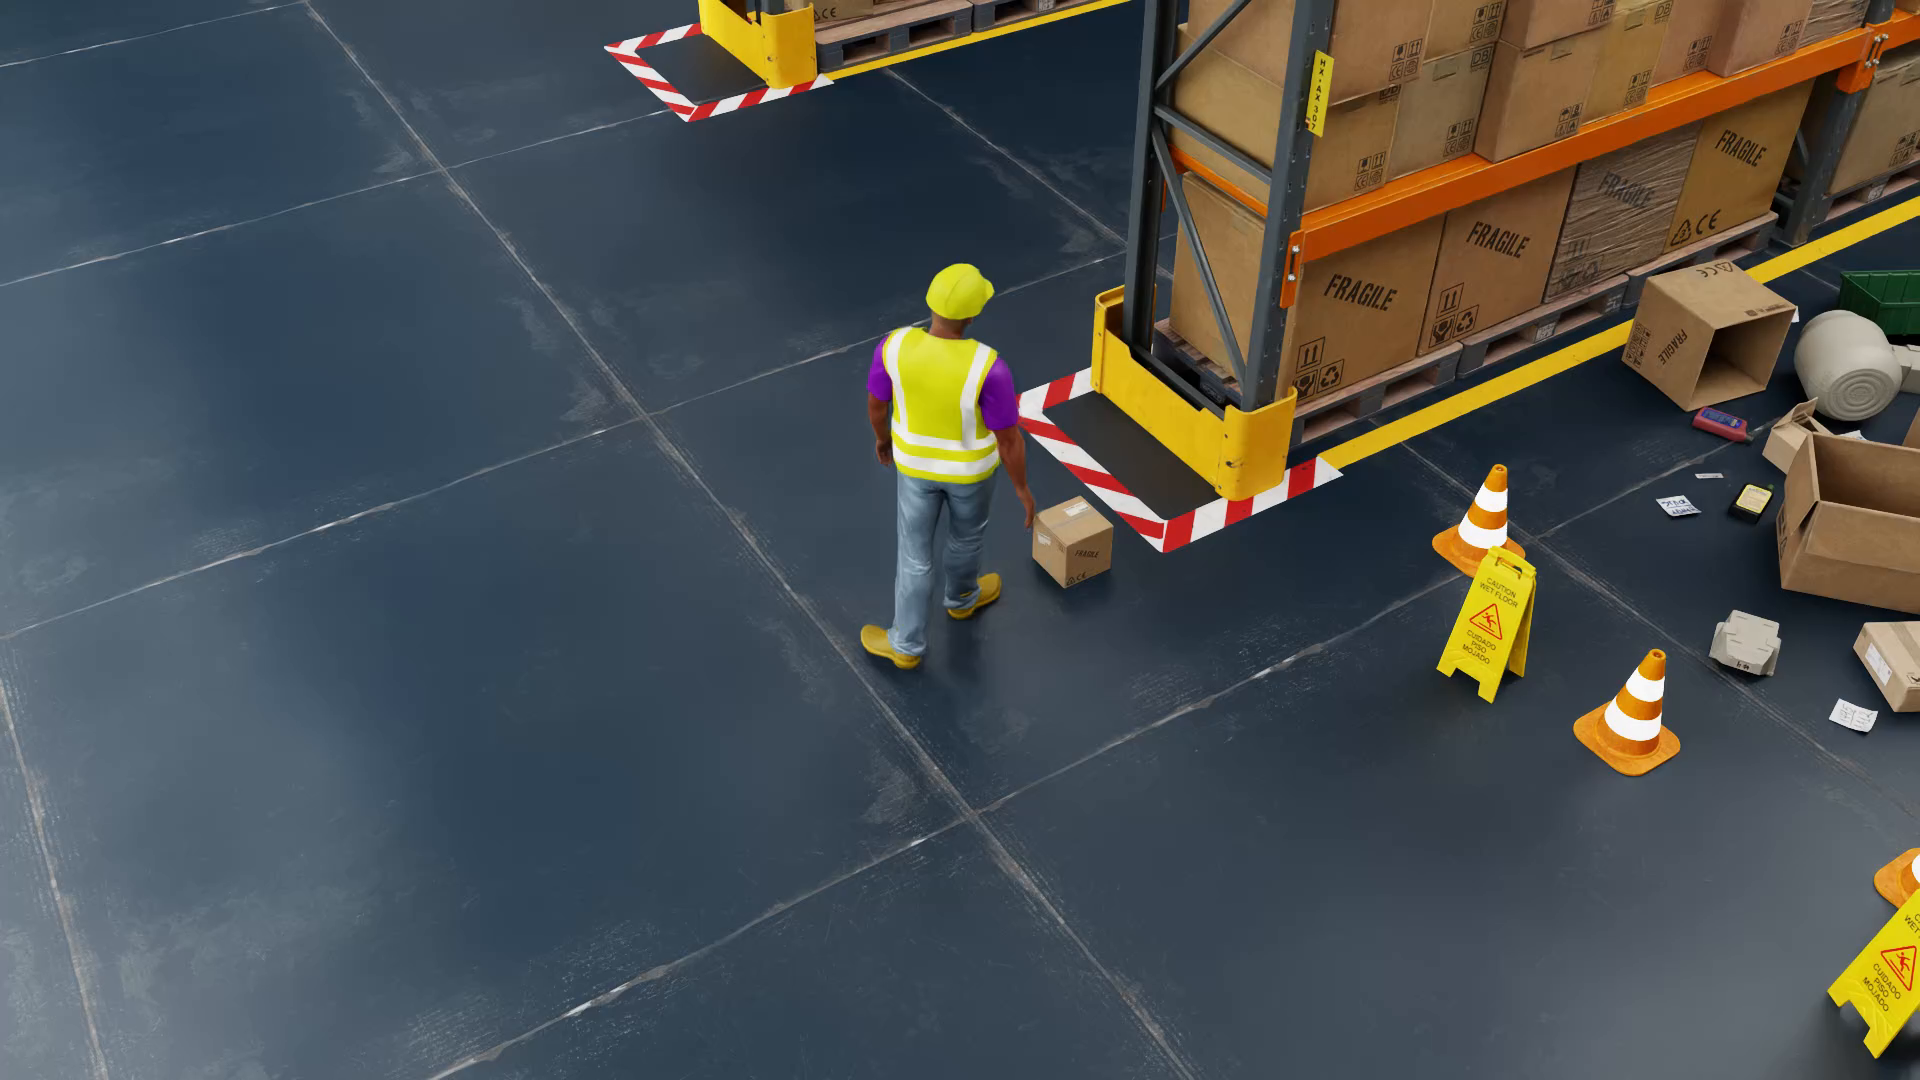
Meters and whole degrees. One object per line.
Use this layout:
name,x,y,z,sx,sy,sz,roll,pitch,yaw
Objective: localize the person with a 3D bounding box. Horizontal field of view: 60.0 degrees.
person,-0.065,-0.299,6.490,0.667,1.757,0.686,16,43,18
